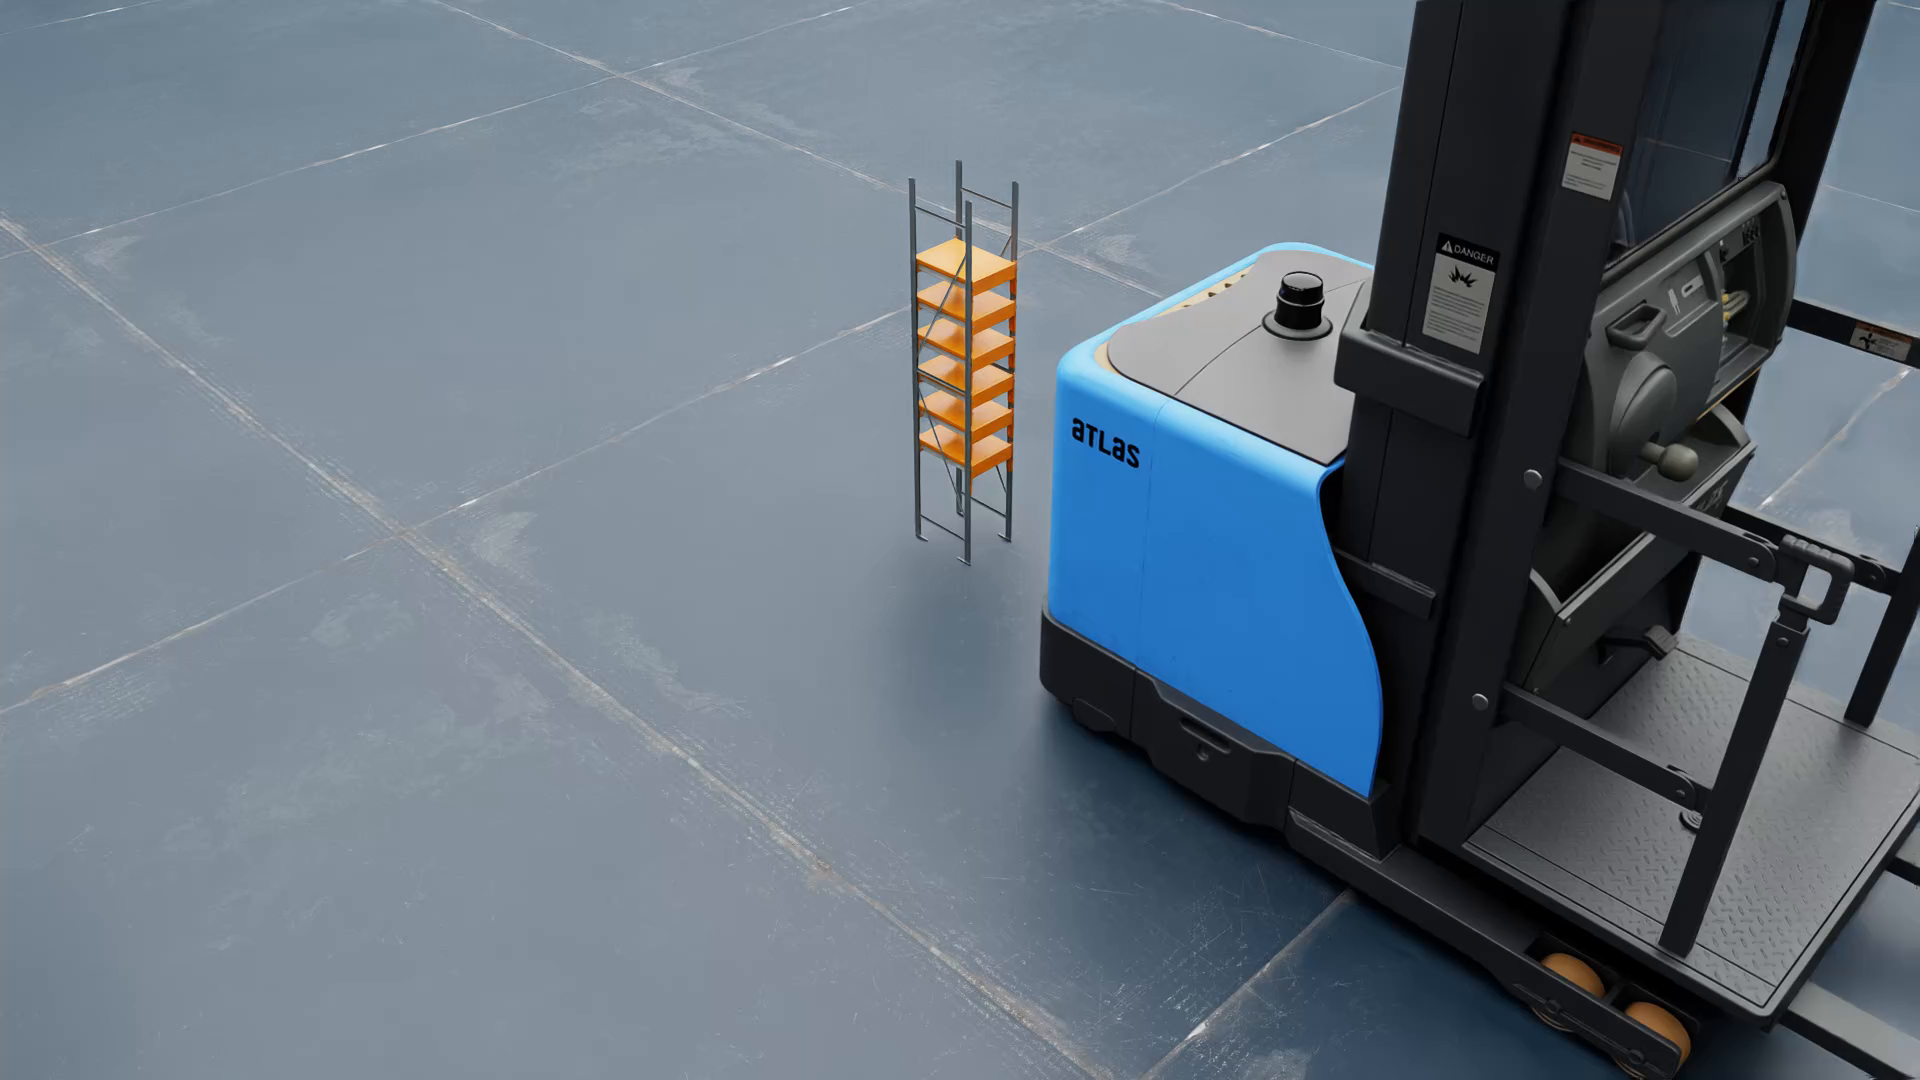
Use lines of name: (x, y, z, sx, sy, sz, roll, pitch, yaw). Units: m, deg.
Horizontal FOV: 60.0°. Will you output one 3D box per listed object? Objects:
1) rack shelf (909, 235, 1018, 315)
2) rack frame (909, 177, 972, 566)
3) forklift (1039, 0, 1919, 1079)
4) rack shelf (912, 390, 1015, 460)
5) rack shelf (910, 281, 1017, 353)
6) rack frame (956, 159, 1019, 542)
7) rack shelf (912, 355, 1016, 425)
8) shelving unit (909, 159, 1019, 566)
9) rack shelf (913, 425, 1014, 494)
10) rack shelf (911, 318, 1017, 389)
rack shelf: (0.010, -0.757, 4.735, 0.258, 0.103, 0.180, 30, 45, 35)
rack frame: (-0.054, -0.461, 4.862, 0.240, 1.200, 0.006, 30, 45, 35)
forklift: (1.625, -0.377, 3.228, 3.031, 2.935, 1.130, 29, 44, 35)
rack shelf: (0.010, -0.363, 5.009, 0.258, 0.103, 0.180, 30, 45, 35)
rack shelf: (0.010, -0.658, 4.803, 0.258, 0.103, 0.180, 30, 45, 35)
rack frame: (0.075, -0.535, 4.968, 0.240, 1.200, 0.006, 30, 45, 35)
rack shelf: (0.010, -0.462, 4.941, 0.258, 0.103, 0.180, 30, 45, 35)
shelving unit: (0.010, -0.498, 4.915, 0.258, 1.200, 0.189, 30, 45, 35)
rack shelf: (0.010, -0.265, 5.078, 0.258, 0.103, 0.180, 30, 45, 35)
rack shelf: (0.010, -0.560, 4.872, 0.258, 0.103, 0.180, 30, 45, 35)
